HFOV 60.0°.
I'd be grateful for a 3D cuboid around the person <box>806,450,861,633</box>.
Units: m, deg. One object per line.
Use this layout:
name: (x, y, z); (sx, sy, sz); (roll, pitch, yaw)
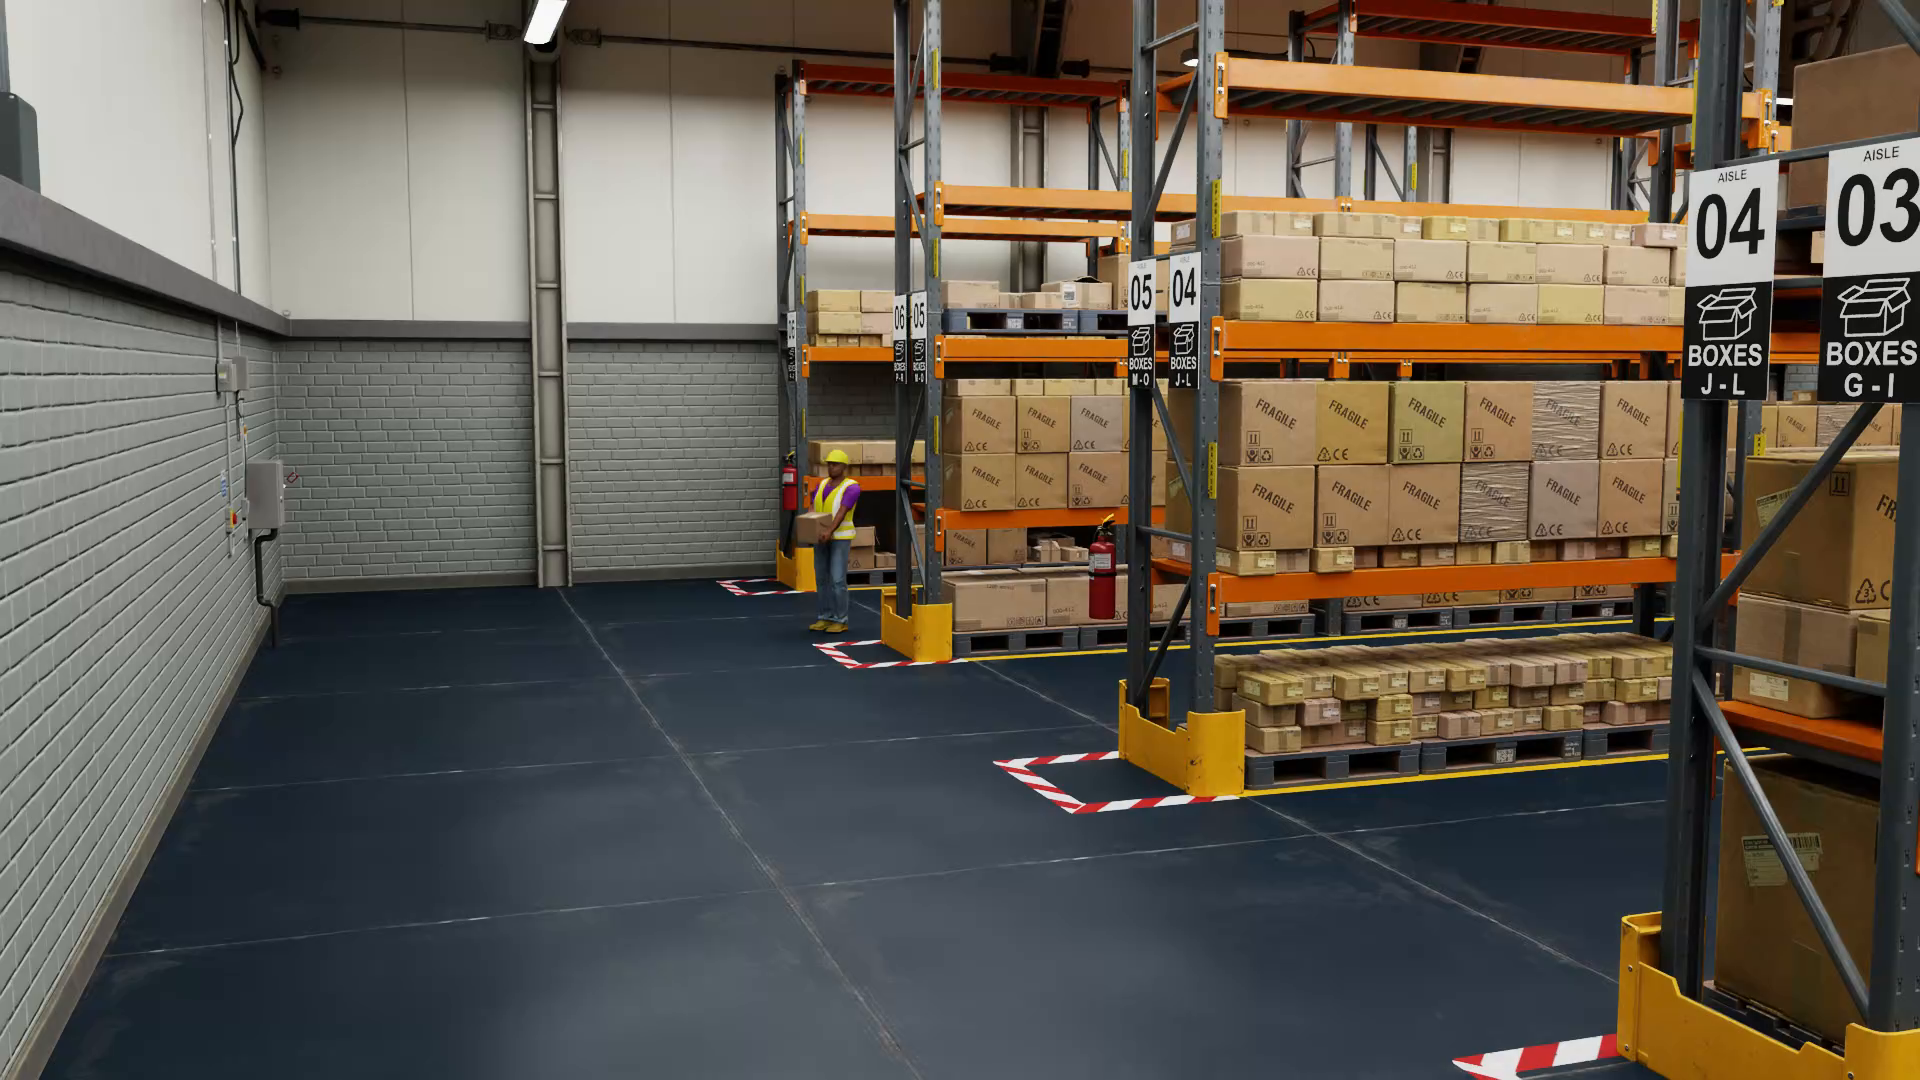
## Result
person: (-1.274, 0.014, 16.094); (0.504, 1.762, 0.566); (4, 7, 35)
